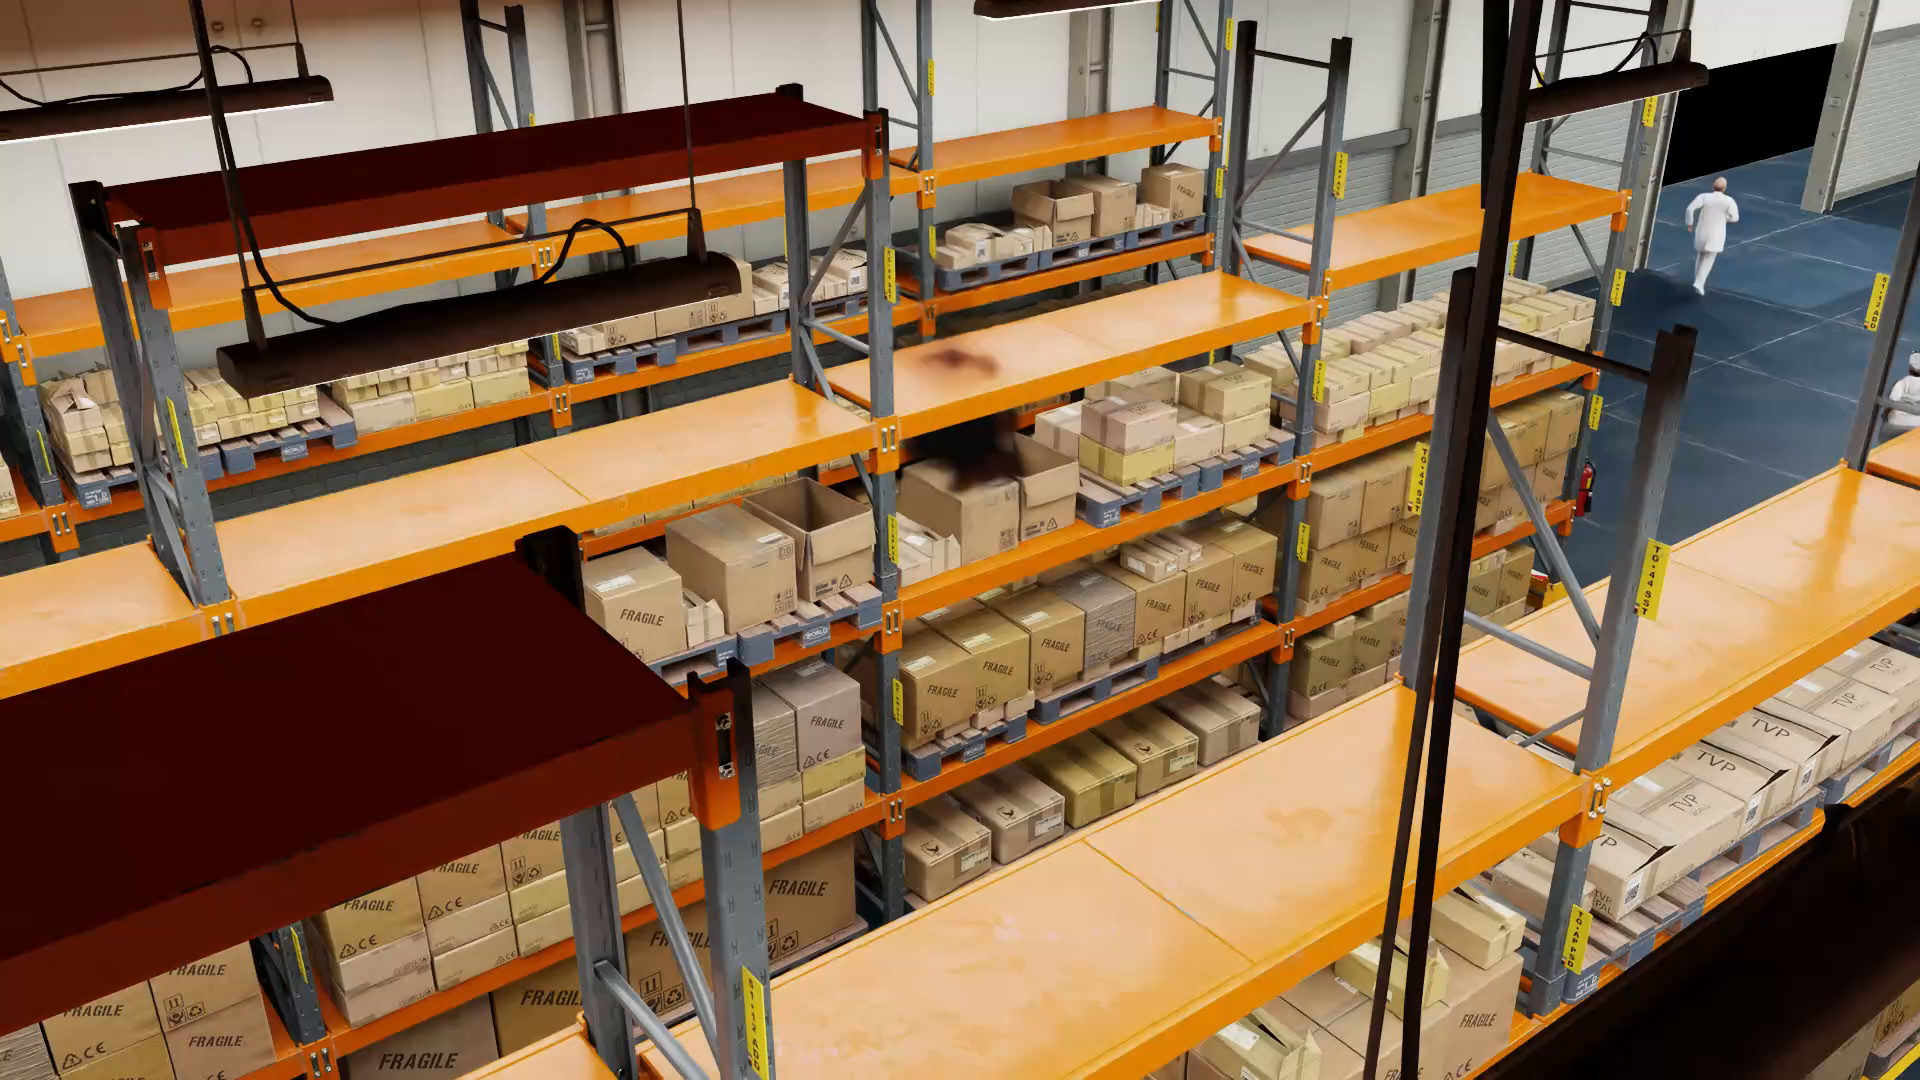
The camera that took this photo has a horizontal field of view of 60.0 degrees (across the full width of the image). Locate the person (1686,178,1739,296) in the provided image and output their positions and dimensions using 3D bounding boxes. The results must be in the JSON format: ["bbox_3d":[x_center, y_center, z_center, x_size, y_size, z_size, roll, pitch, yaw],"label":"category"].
[{"bbox_3d":[11.528,-4.673,25.599,0.732,1.800,0.953,19,32,33],"label":"person"}]

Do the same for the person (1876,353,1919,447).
[{"bbox_3d":[10.730,-1.304,18.915,0.577,1.680,0.711,1,26,3],"label":"person"}]
